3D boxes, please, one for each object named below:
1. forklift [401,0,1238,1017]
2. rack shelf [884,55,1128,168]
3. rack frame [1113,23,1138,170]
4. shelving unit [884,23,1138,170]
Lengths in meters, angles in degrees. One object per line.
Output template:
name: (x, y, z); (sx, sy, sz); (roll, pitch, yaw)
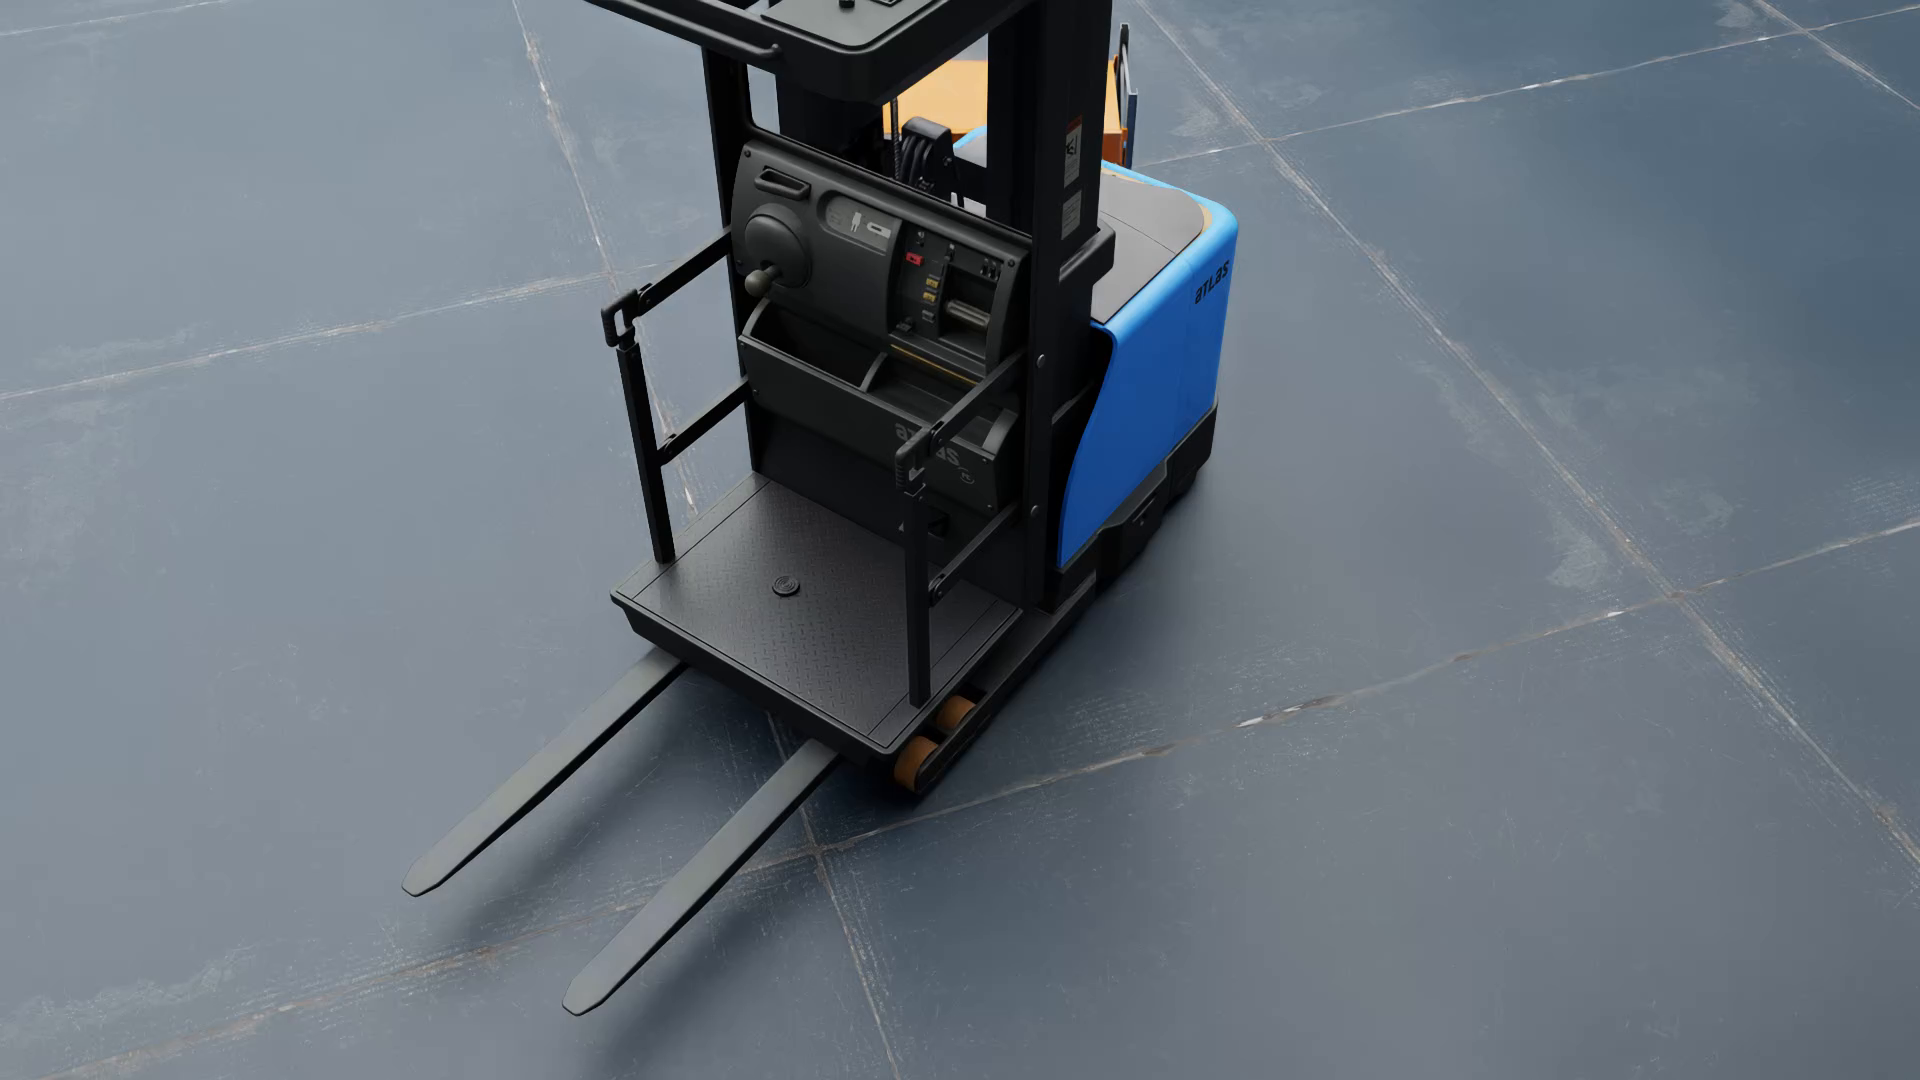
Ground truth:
forklift: (-0.364, -0.675, 4.353); (1.130, 2.935, 3.031); (27, 51, 24)
rack shelf: (0.086, -1.512, 6.049); (1.000, 0.278, 0.538); (0, 45, 0)
rack frame: (0.594, -1.301, 6.253); (0.032, 1.125, 0.500); (0, 45, 0)
shelving unit: (0.086, -1.305, 6.256); (1.048, 1.125, 0.538); (0, 45, 0)
